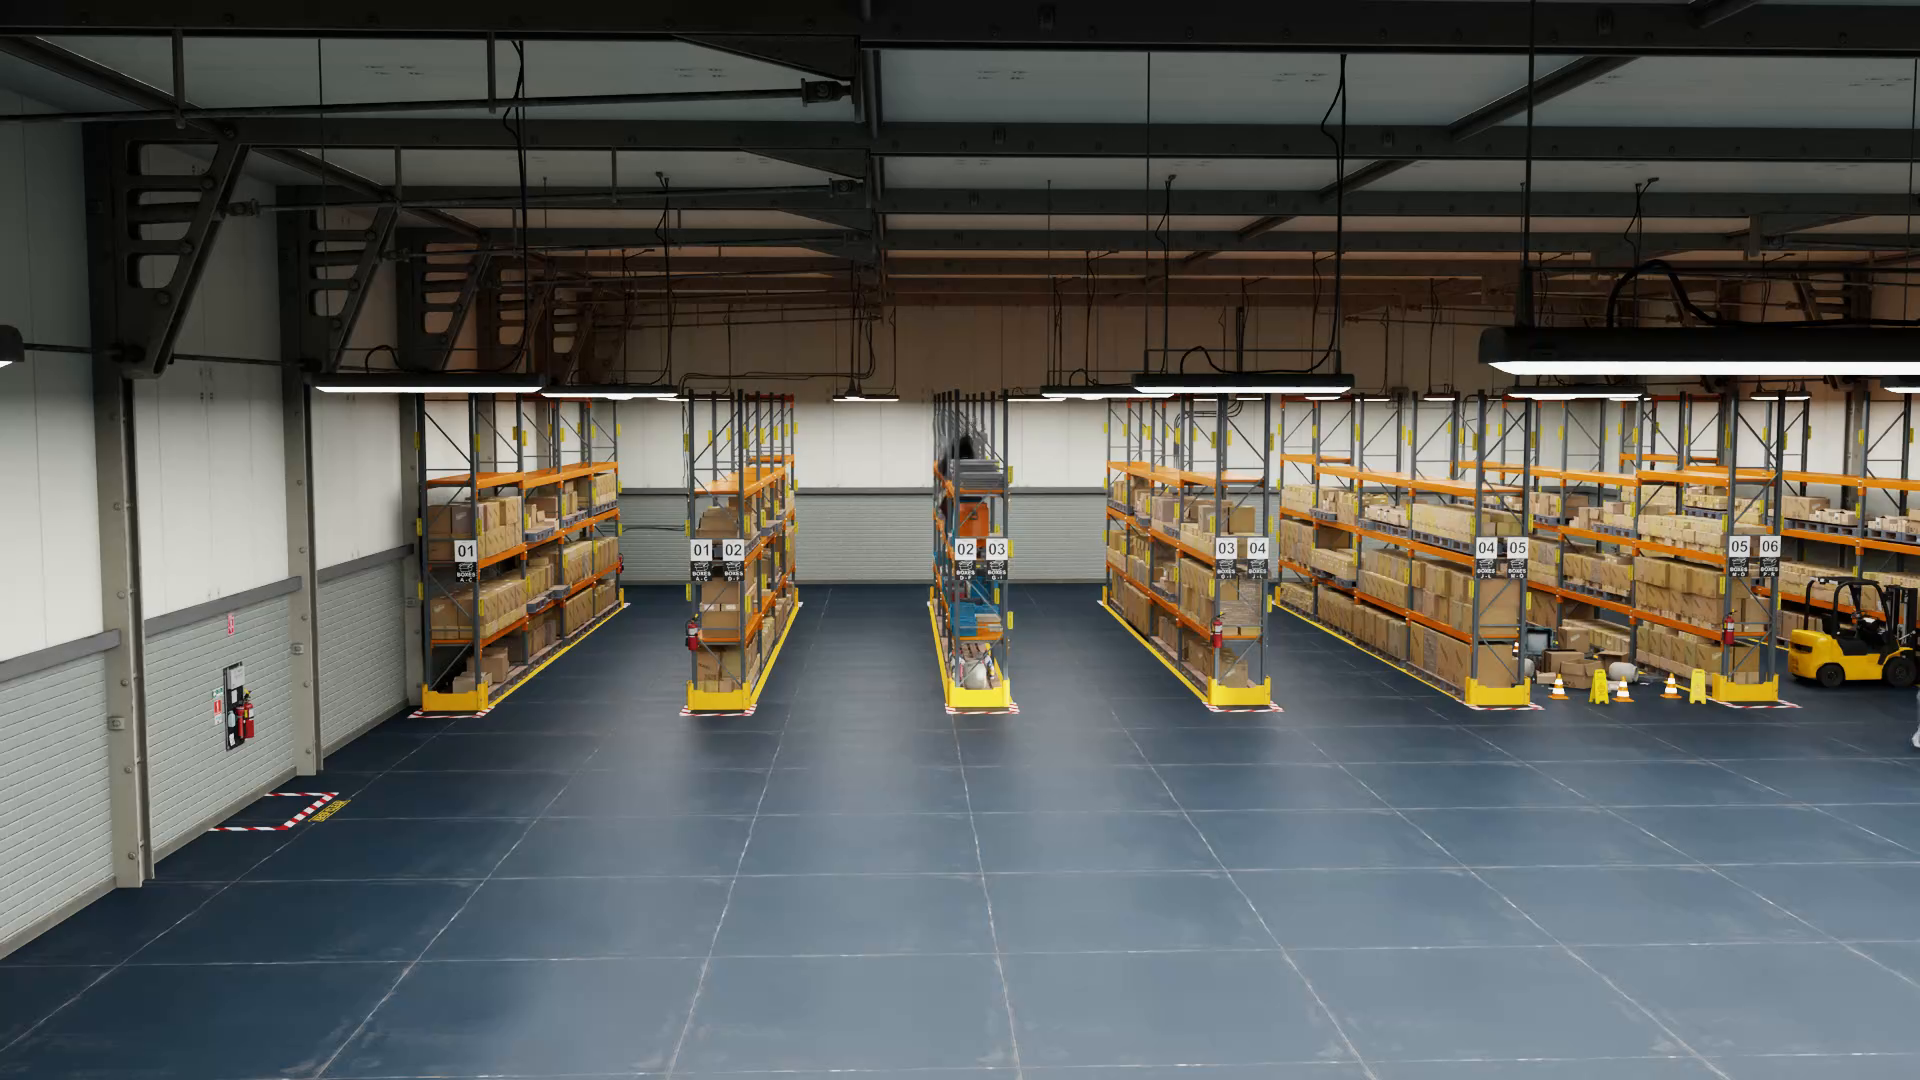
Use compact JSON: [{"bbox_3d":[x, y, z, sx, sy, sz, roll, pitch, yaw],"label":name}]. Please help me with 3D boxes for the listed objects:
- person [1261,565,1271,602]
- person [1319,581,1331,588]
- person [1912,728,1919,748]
[{"bbox_3d":[8.076,1.199,45.010,0.714,1.728,0.661,0,5,4],"label":"person"},{"bbox_3d":[10.687,0.930,48.462,0.644,1.725,0.690,4,6,41],"label":"person"},{"bbox_3d":[16.038,2.707,27.085,0.747,1.718,1.046,-2,5,-23],"label":"person"}]
